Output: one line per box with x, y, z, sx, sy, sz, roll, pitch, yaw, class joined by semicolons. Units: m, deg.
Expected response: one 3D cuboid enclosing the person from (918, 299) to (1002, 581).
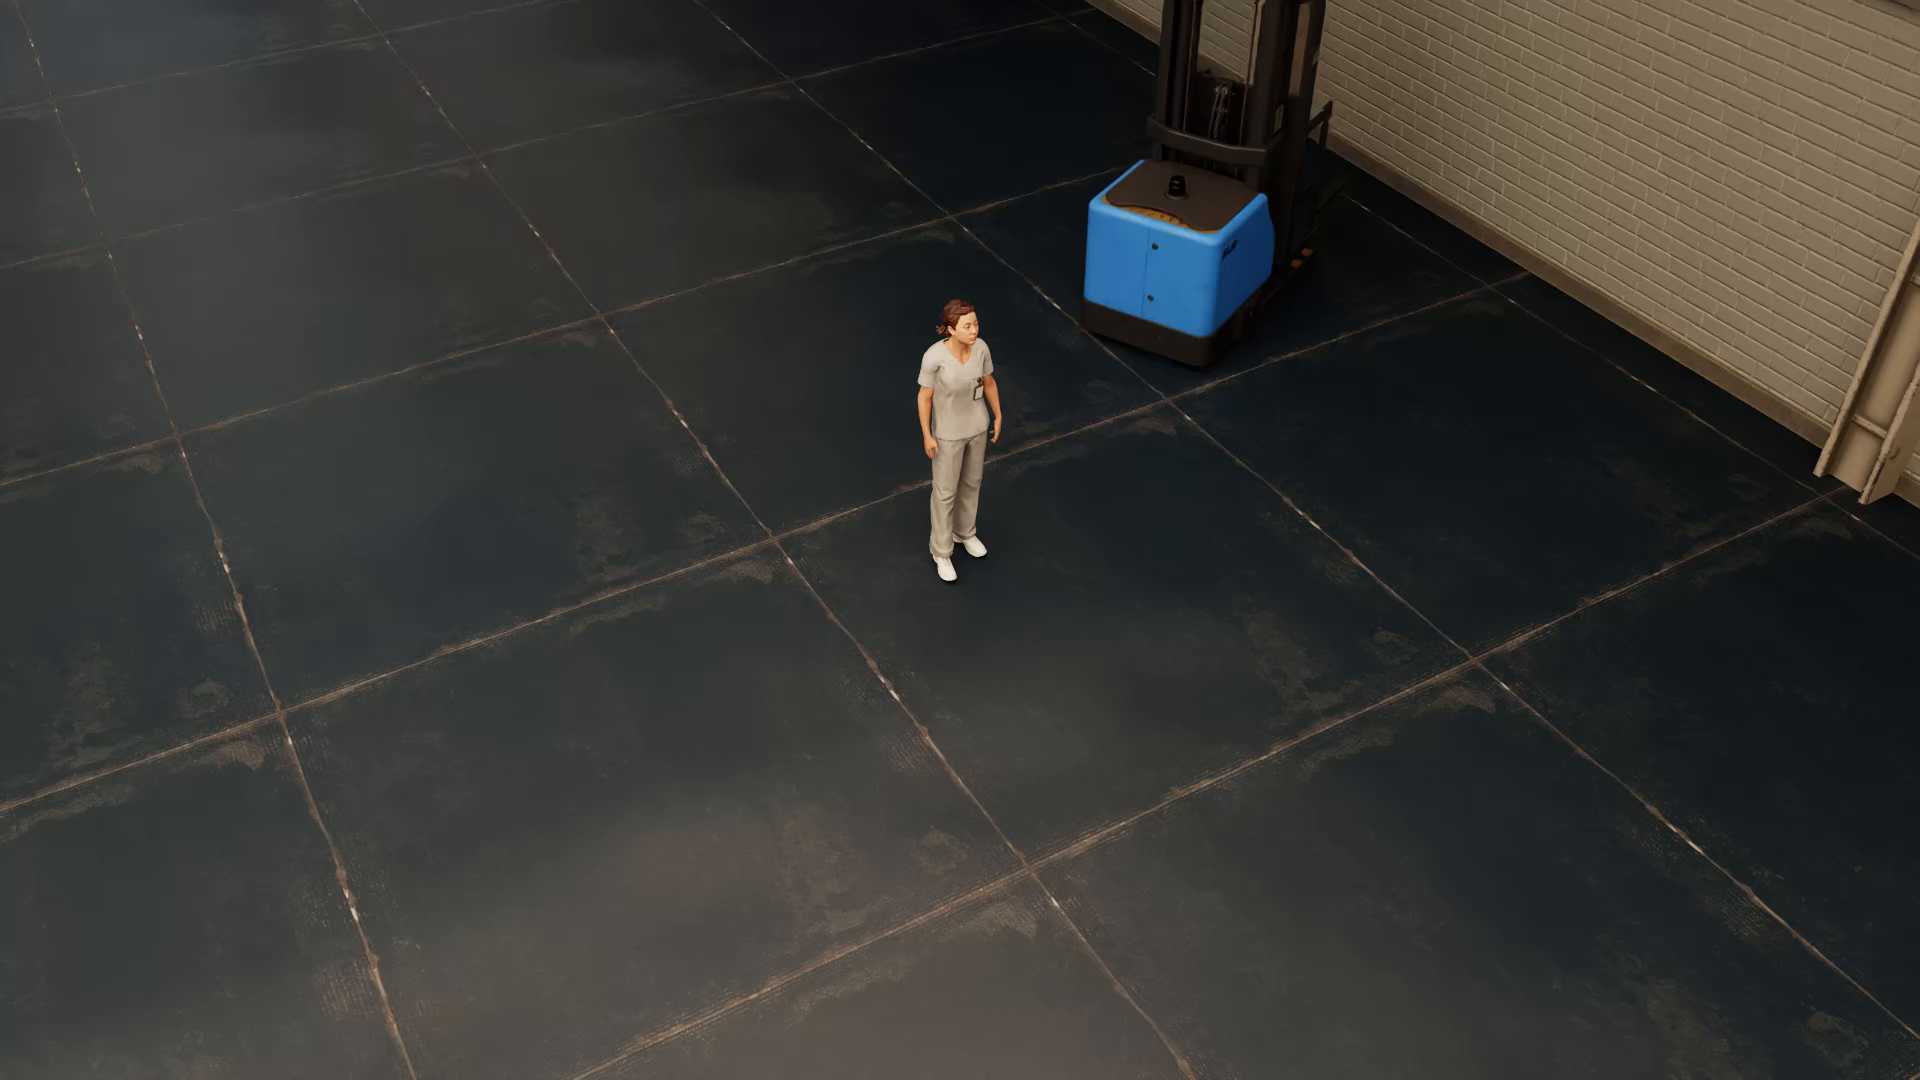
0.025;-0.606;9.739;0.550;1.675;0.549;-20;44;-23;person

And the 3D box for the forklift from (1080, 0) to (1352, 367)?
2.099;-3.258;11.964;1.130;2.935;3.031;22;45;25;forklift
